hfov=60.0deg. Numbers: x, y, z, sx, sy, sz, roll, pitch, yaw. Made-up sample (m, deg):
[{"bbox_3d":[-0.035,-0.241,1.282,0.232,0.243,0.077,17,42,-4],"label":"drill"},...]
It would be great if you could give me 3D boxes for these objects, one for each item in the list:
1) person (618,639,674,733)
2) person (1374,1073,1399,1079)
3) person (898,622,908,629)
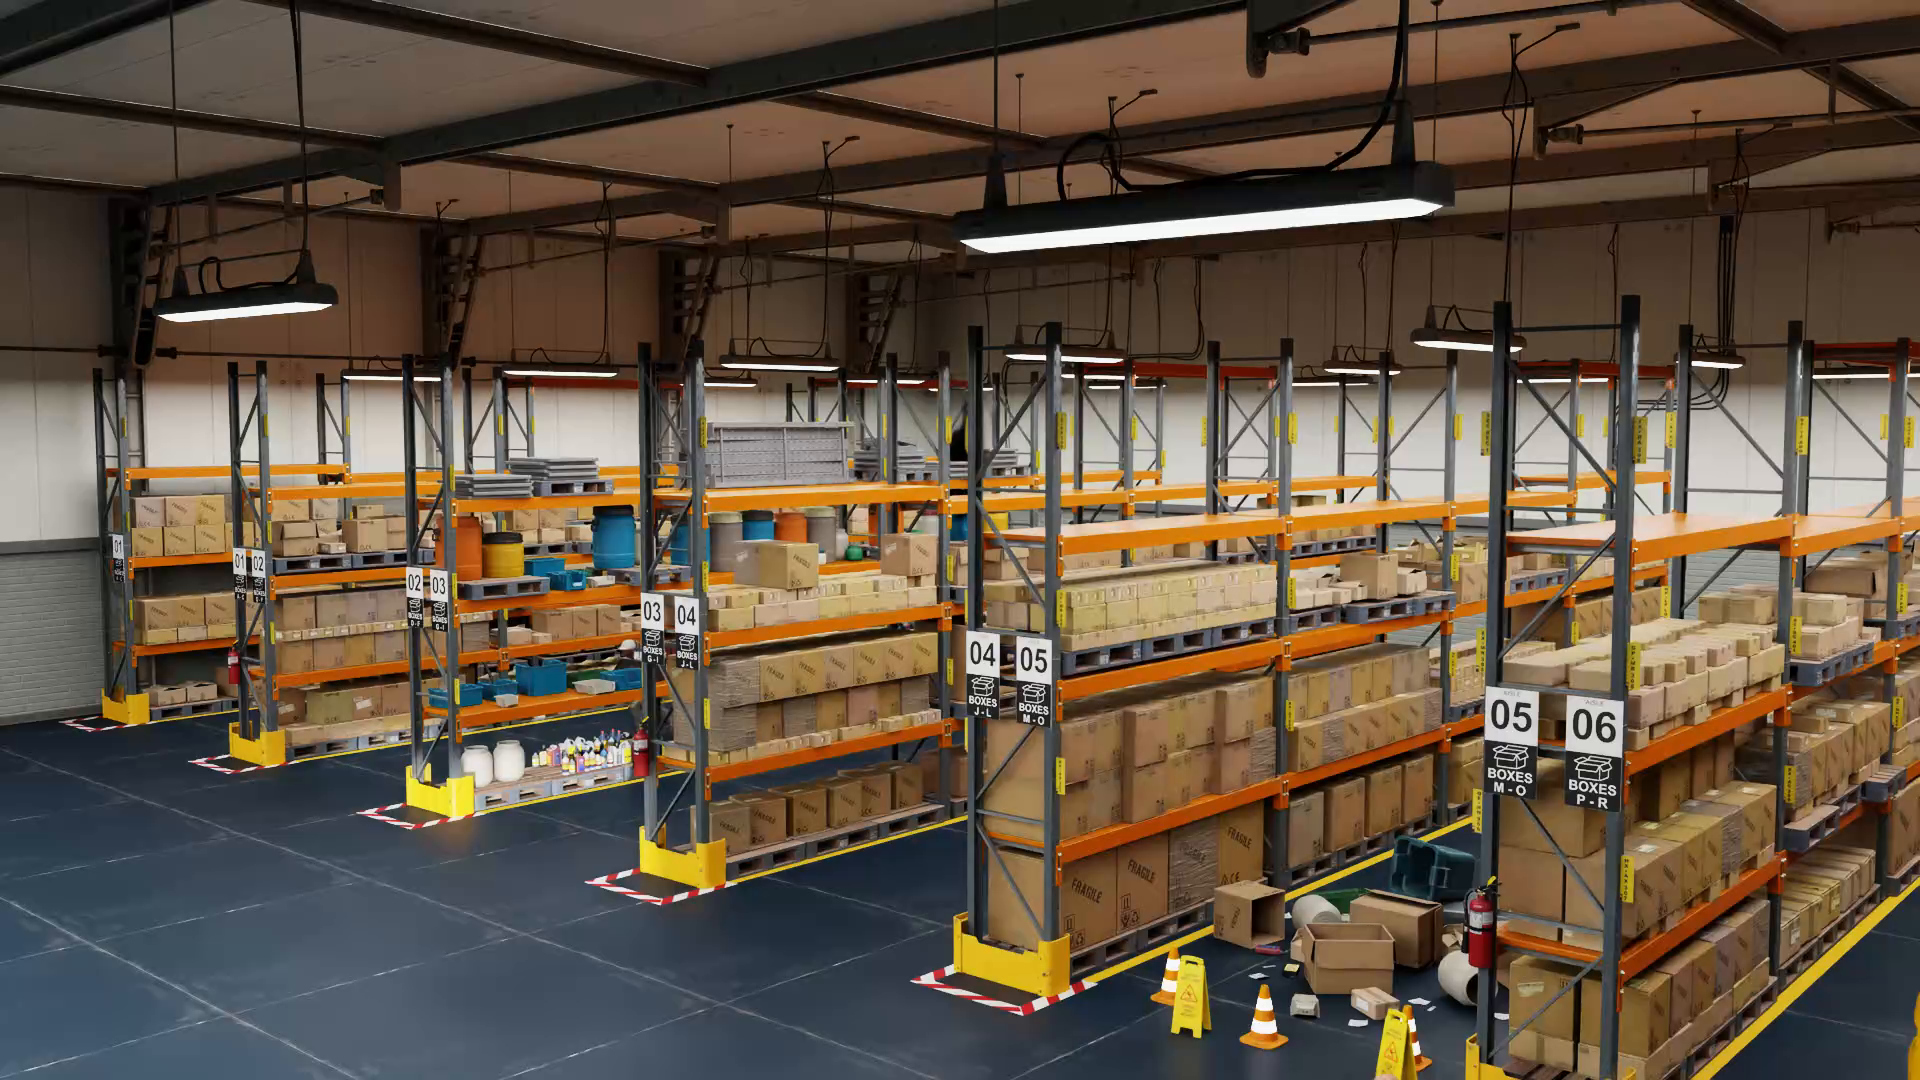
[{"bbox_3d":[-4.986,2.408,26.610,1.007,1.704,0.745,-3,5,-39],"label":"person"},{"bbox_3d":[2.351,3.676,9.330,0.696,1.680,1.008,0,4,4],"label":"person"},{"bbox_3d":[-1.249,1.681,32.219,0.604,1.673,0.530,4,6,42],"label":"person"}]
